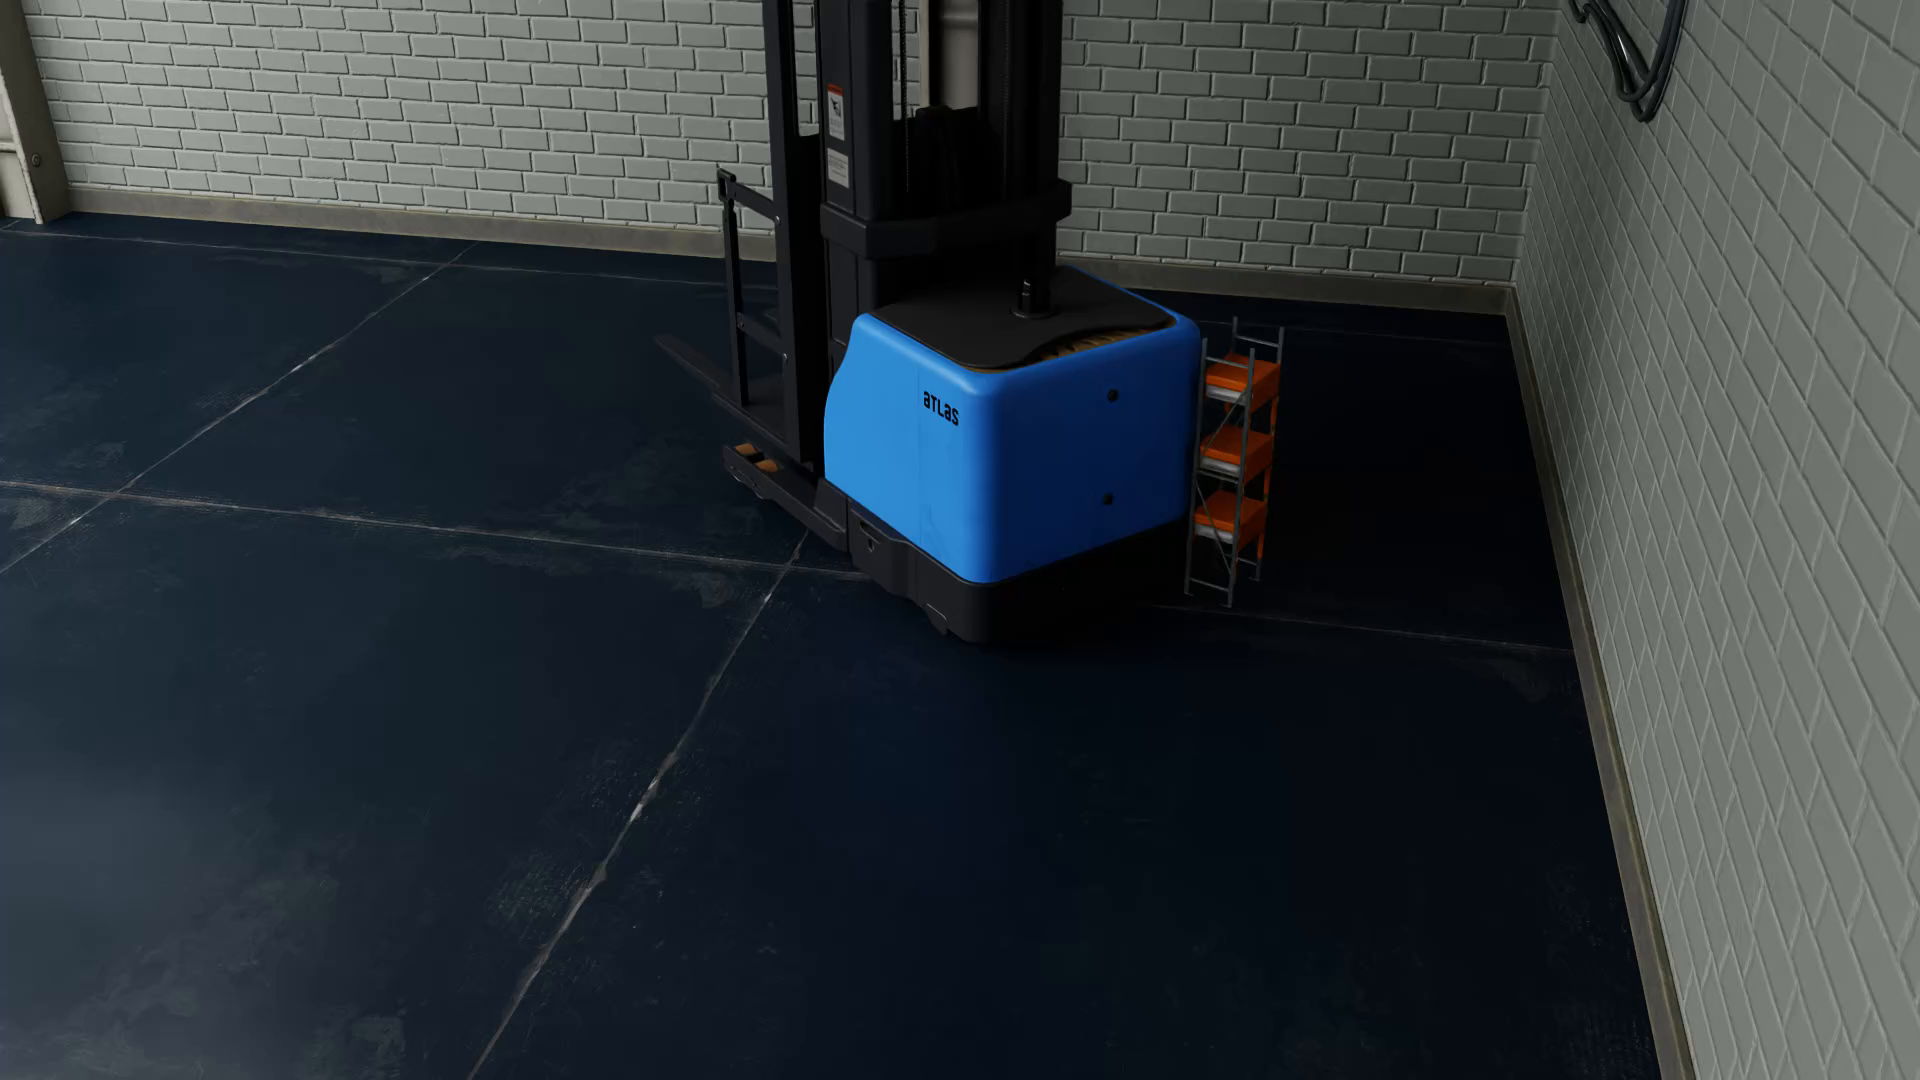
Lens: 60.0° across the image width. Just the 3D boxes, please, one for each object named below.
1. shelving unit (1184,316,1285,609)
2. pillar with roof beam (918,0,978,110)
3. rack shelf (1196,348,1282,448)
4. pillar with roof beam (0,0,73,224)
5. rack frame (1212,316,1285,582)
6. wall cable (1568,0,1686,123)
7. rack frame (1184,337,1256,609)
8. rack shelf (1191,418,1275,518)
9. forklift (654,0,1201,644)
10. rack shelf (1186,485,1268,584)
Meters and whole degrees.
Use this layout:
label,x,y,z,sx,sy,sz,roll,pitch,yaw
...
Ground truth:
label,x,y,z,sx,sy,sz,roll,pitch,yaw
shelving unit,1.010,-0.277,6.163,0.215,1.050,0.252,18,33,29
pillar with roof beam,-0.890,-3.379,3.551,0.400,9.000,9.100,6,29,11
rack shelf,1.010,-0.517,6.032,0.215,0.259,0.240,18,33,29
pillar with roof beam,-6.758,-3.981,4.650,0.400,9.000,9.100,6,29,11
rack frame,1.079,-0.326,6.252,0.200,1.050,0.008,18,33,29
wall cable,2.614,-3.122,6.316,0.112,2.526,3.097,6,29,11
rack frame,0.942,-0.229,6.074,0.200,1.050,0.008,18,33,29
rack shelf,1.010,-0.268,6.168,0.215,0.259,0.240,18,33,29
forklift,-0.365,-1.575,6.575,1.130,2.935,3.031,-18,34,-30
rack shelf,1.010,-0.024,6.302,0.215,0.259,0.240,18,33,29
